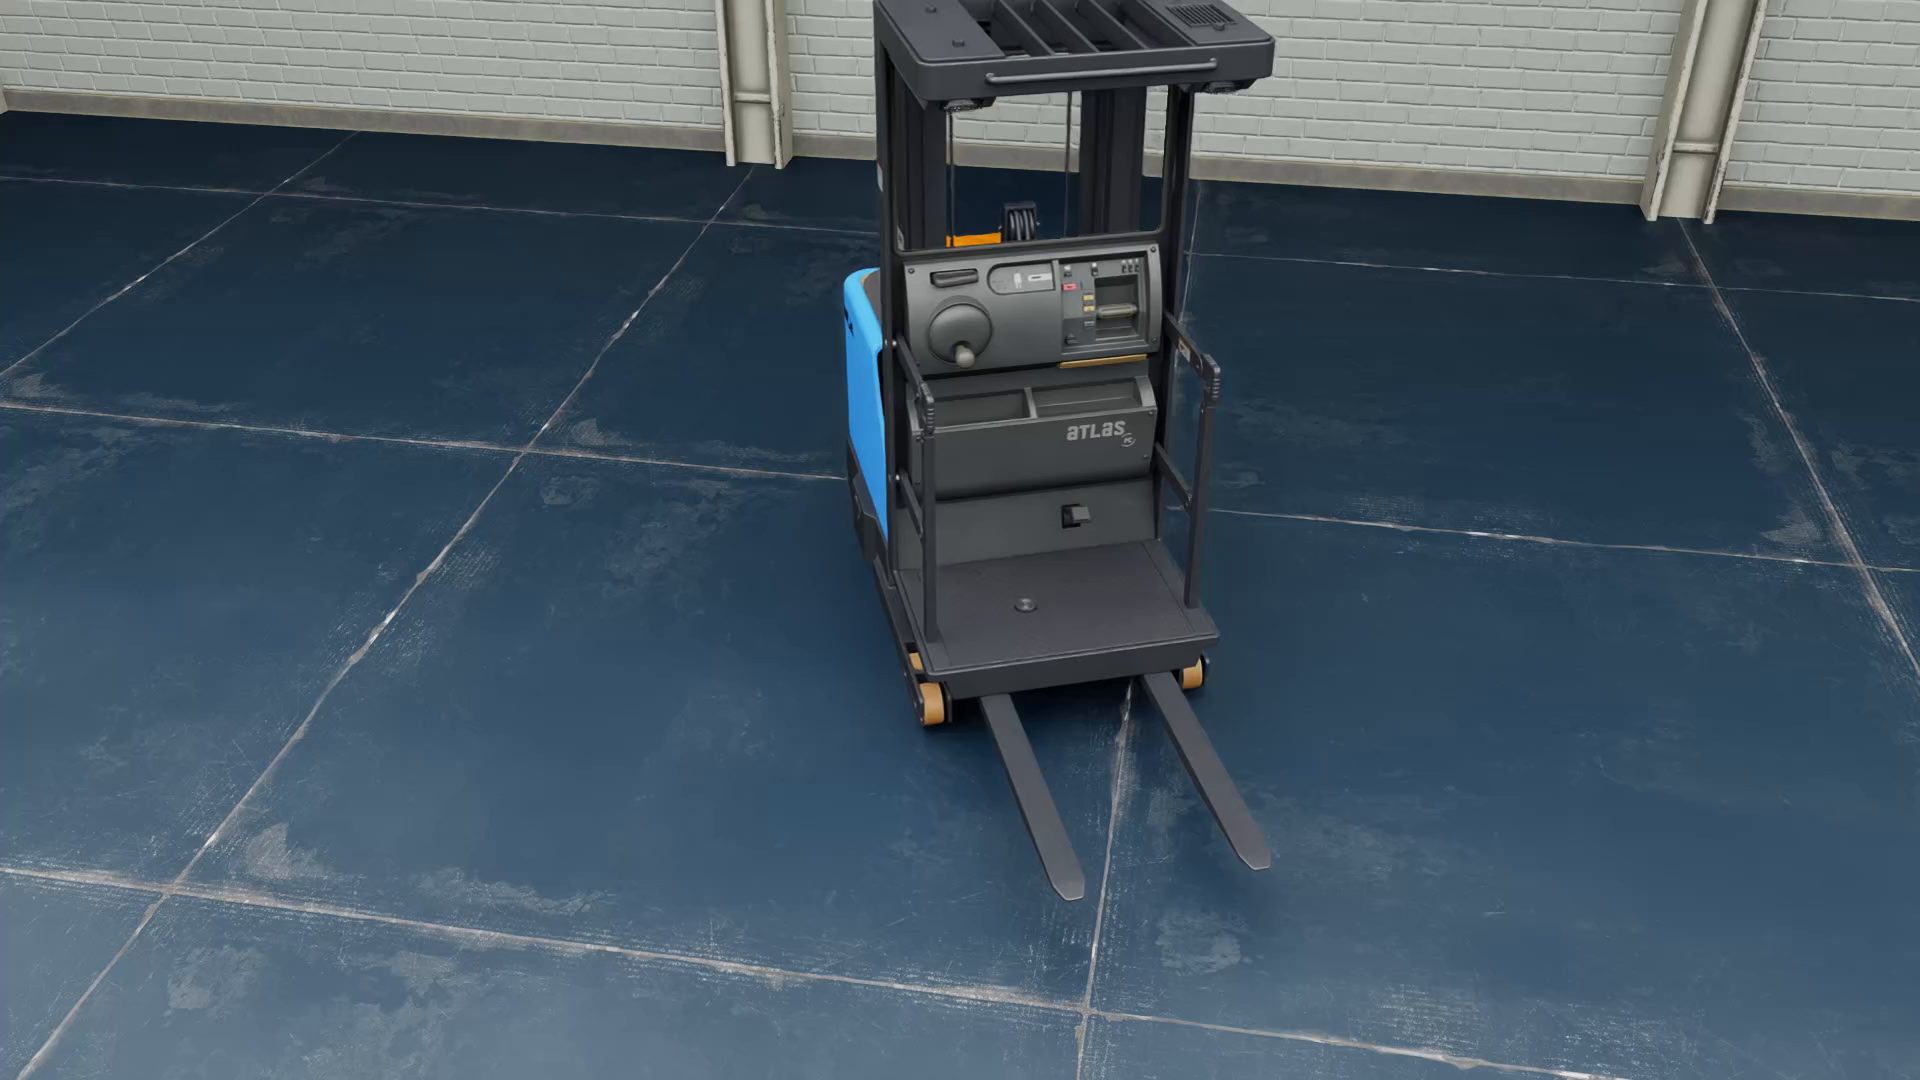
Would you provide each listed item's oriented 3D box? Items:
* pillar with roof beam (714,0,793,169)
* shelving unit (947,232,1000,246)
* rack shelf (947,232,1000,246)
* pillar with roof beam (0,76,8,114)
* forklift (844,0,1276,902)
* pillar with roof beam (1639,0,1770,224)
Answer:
[{"bbox_3d":[-2.093,-4.174,5.438,0.400,9.000,9.100,5,32,8],"label":"pillar with roof beam"},{"bbox_3d":[-0.011,-0.907,7.568,0.503,1.200,0.258,-7,33,-11],"label":"shelving unit"},{"bbox_3d":[-0.012,-1.240,7.359,0.480,0.148,0.258,-7,33,-11],"label":"rack shelf"},{"bbox_3d":[-8.008,-4.710,6.293,0.400,9.000,9.100,5,32,8],"label":"pillar with roof beam"},{"bbox_3d":[0.315,-0.775,5.726,1.130,2.935,3.031,-7,33,-11],"label":"forklift"},{"bbox_3d":[3.821,-3.639,4.582,0.400,9.000,9.100,5,32,8],"label":"pillar with roof beam"}]
